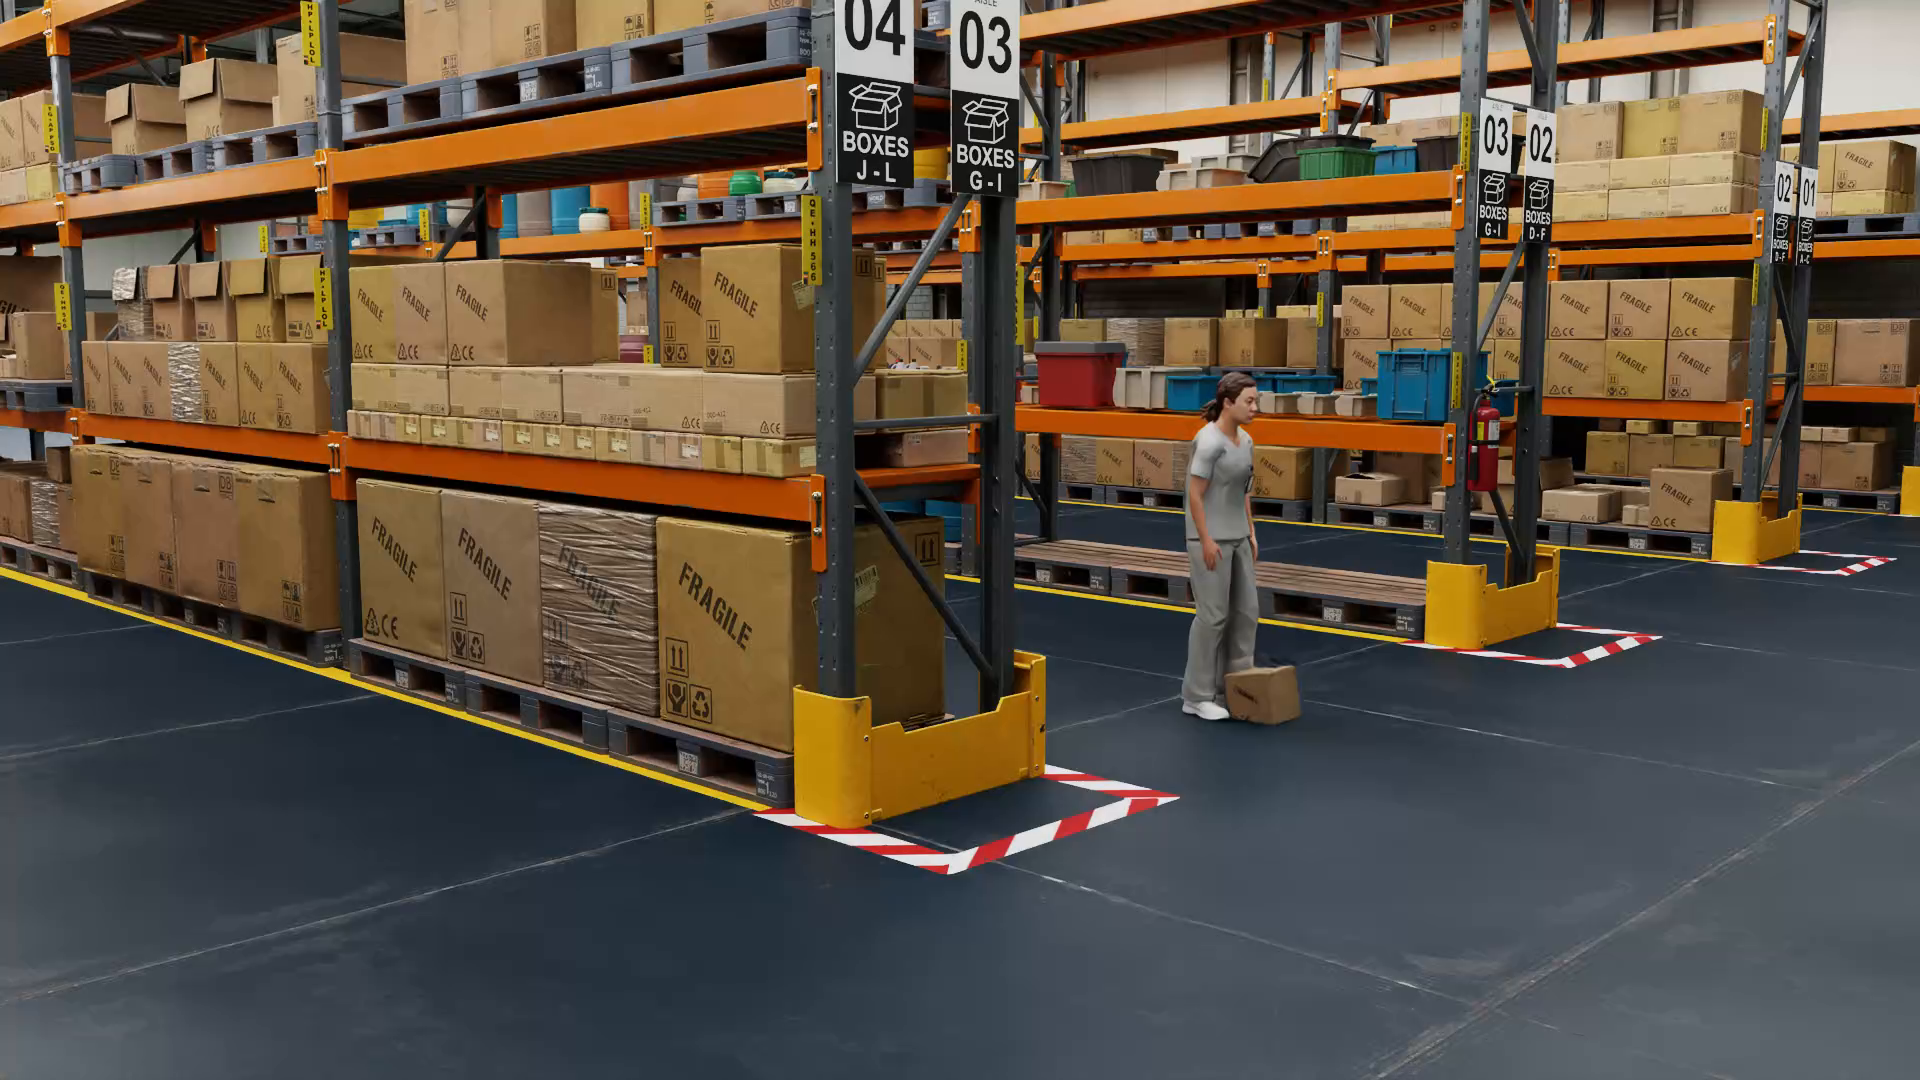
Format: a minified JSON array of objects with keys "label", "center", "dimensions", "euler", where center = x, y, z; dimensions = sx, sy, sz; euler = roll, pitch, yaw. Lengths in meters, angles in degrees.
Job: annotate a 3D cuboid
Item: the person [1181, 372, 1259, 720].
[{"label":"person","center":[1.315,0.017,8.130],"dimensions":[0.415,1.673,0.487],"euler":[6,10,41]}]
